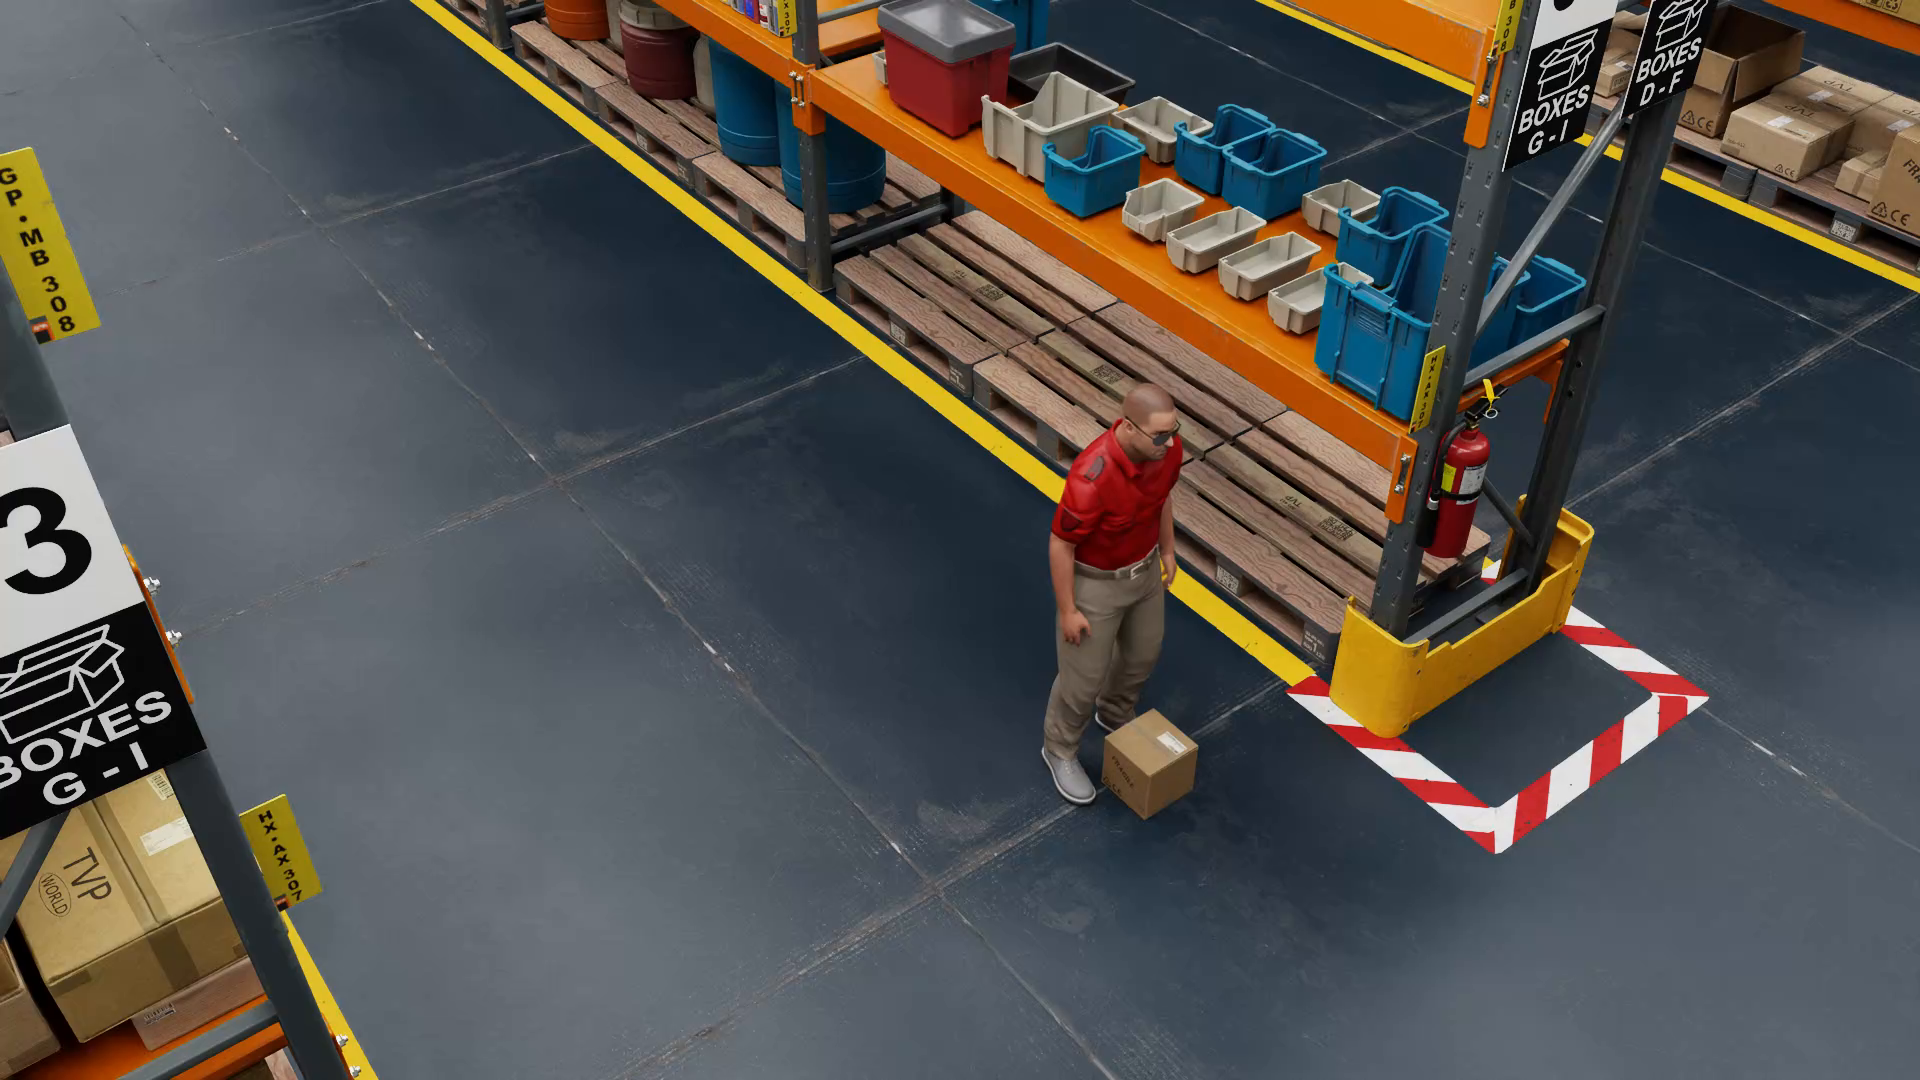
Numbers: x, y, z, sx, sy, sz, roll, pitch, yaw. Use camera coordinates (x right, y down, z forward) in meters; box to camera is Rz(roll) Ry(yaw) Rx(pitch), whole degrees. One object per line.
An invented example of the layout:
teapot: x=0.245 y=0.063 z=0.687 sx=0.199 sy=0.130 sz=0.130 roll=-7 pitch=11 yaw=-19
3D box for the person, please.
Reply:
person: x=0.559 y=0.153 z=5.986 sx=0.601 sy=1.726 sz=0.393 roll=-29 pitch=48 yaw=-30
